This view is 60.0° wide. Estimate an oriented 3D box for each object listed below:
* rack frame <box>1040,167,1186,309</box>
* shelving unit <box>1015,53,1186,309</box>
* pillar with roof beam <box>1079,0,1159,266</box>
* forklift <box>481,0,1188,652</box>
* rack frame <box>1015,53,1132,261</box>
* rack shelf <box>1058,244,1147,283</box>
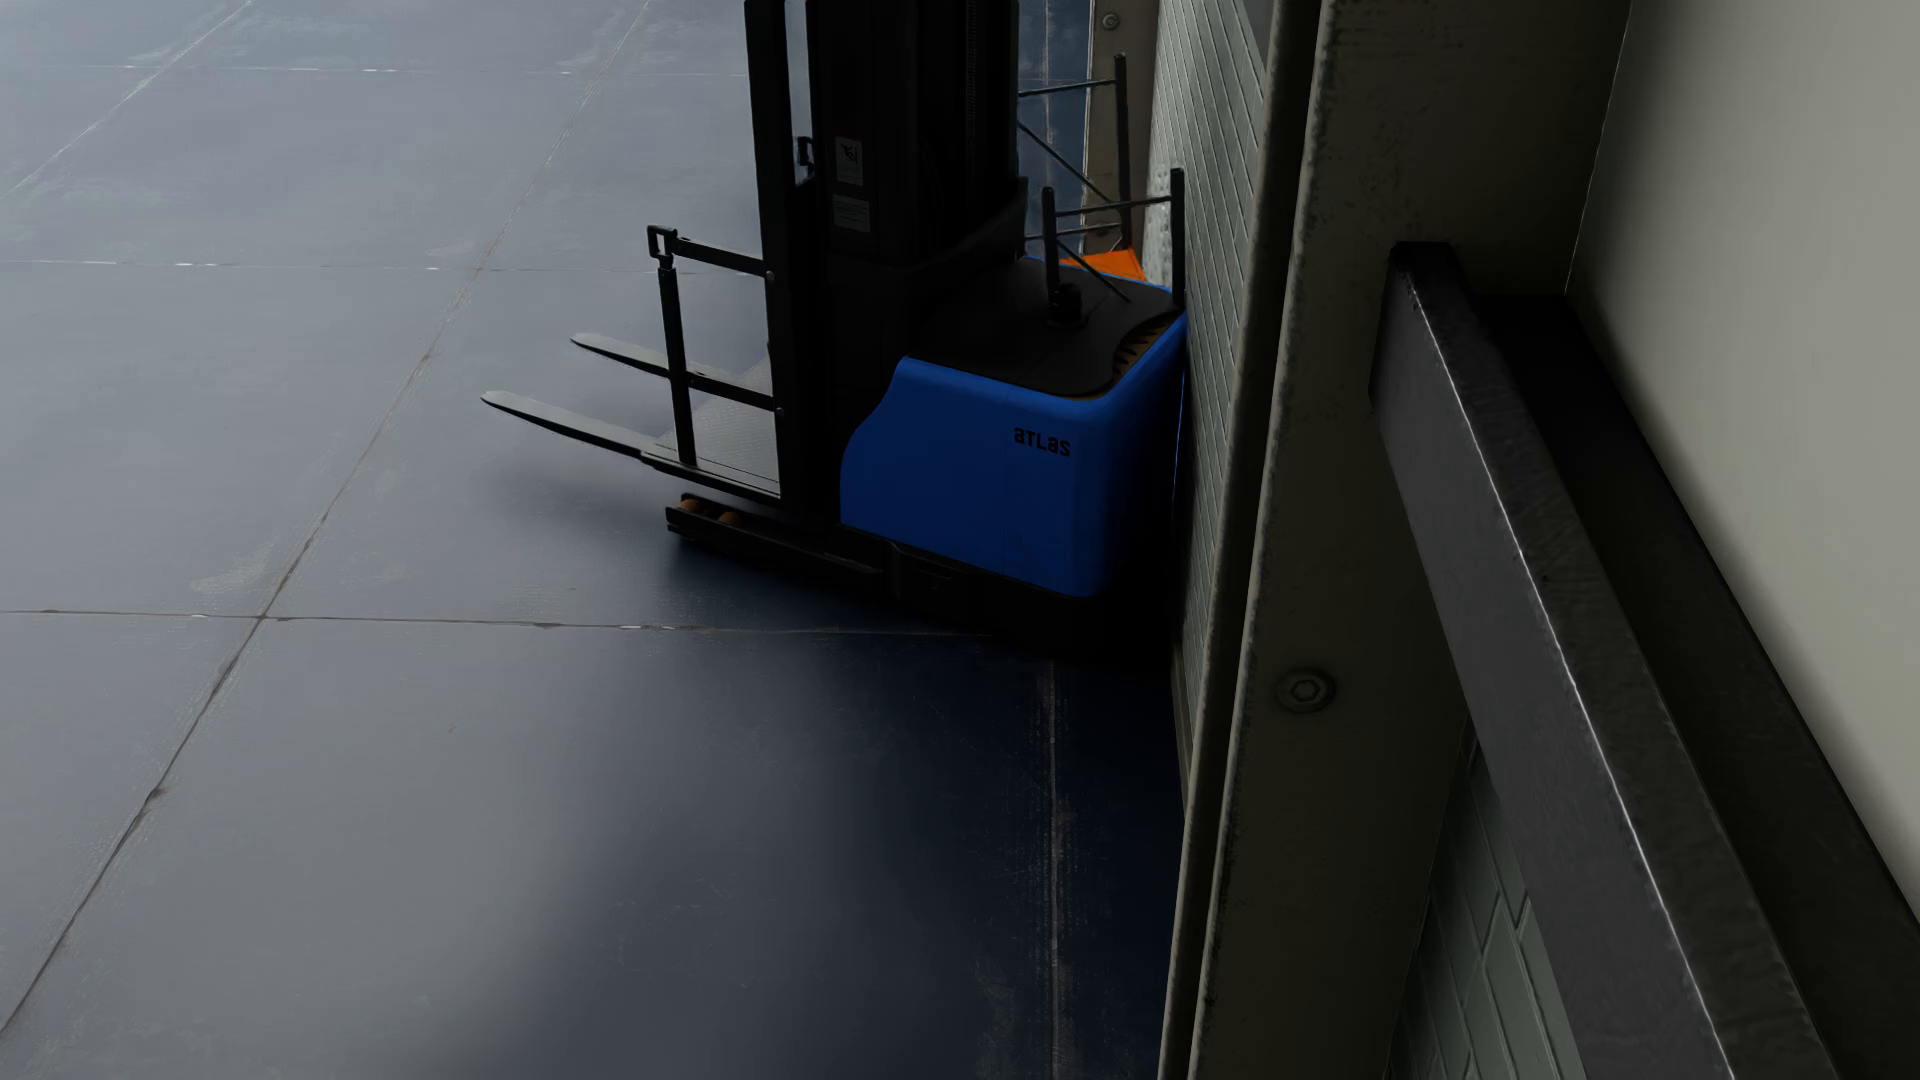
[{"bbox_3d":[0.598,-0.668,6.223,0.500,1.500,0.032,-9,39,-2],"label":"rack frame"},{"bbox_3d":[0.535,-0.988,6.625,0.587,1.500,1.083,-9,39,-2],"label":"shelving unit"},{"bbox_3d":[-3.523,-5.134,6.229,9.100,9.000,0.400,1,35,2],"label":"pillar with roof beam"},{"bbox_3d":[-0.603,-1.391,6.180,3.031,2.935,1.130,17,39,23],"label":"forklift"},{"bbox_3d":[0.475,-1.296,7.013,0.500,1.500,0.032,-9,39,-2],"label":"rack frame"},{"bbox_3d":[0.554,-0.844,6.731,0.538,0.185,1.000,-9,39,-2],"label":"rack shelf"}]
